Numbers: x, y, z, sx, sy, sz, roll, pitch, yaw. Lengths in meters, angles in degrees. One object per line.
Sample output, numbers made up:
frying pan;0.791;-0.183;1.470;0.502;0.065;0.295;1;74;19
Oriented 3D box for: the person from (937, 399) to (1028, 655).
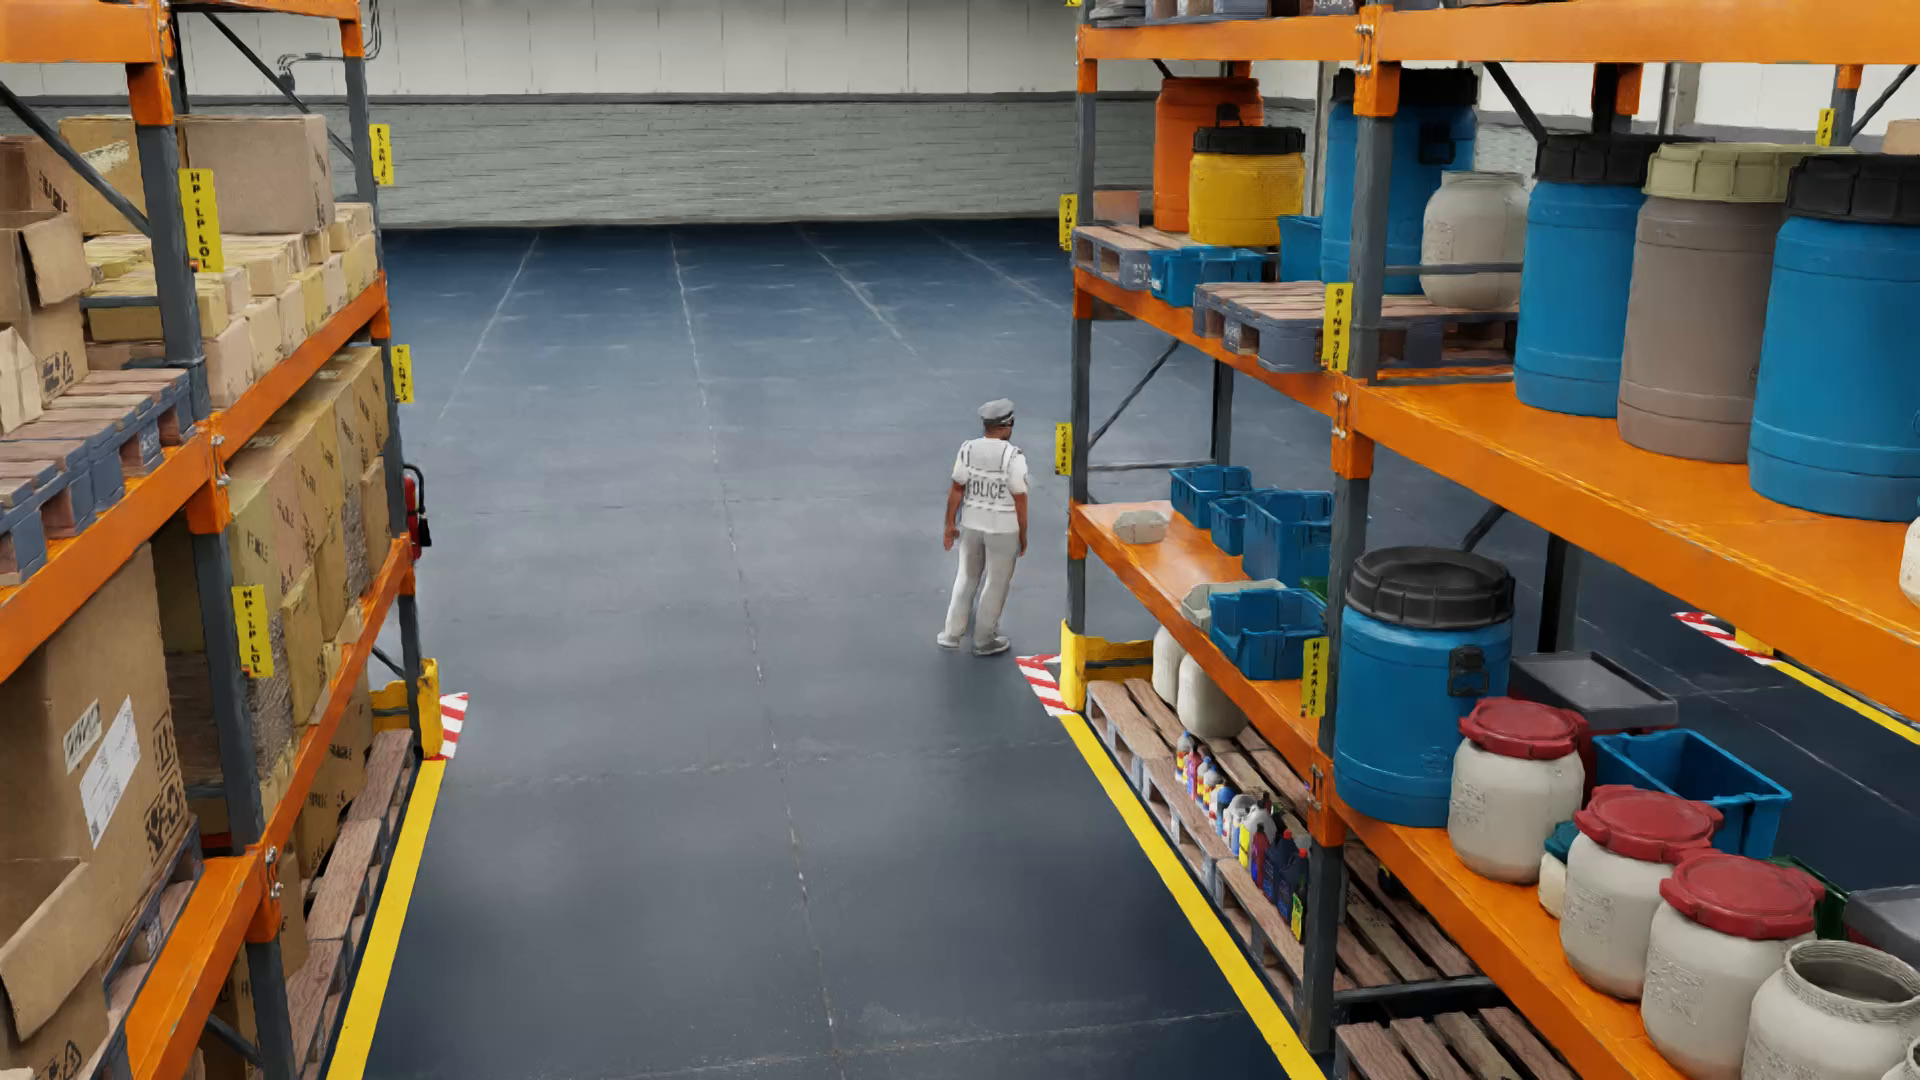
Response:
person;0.155;-0.083;11.271;0.656;1.755;0.501;9;19;28
